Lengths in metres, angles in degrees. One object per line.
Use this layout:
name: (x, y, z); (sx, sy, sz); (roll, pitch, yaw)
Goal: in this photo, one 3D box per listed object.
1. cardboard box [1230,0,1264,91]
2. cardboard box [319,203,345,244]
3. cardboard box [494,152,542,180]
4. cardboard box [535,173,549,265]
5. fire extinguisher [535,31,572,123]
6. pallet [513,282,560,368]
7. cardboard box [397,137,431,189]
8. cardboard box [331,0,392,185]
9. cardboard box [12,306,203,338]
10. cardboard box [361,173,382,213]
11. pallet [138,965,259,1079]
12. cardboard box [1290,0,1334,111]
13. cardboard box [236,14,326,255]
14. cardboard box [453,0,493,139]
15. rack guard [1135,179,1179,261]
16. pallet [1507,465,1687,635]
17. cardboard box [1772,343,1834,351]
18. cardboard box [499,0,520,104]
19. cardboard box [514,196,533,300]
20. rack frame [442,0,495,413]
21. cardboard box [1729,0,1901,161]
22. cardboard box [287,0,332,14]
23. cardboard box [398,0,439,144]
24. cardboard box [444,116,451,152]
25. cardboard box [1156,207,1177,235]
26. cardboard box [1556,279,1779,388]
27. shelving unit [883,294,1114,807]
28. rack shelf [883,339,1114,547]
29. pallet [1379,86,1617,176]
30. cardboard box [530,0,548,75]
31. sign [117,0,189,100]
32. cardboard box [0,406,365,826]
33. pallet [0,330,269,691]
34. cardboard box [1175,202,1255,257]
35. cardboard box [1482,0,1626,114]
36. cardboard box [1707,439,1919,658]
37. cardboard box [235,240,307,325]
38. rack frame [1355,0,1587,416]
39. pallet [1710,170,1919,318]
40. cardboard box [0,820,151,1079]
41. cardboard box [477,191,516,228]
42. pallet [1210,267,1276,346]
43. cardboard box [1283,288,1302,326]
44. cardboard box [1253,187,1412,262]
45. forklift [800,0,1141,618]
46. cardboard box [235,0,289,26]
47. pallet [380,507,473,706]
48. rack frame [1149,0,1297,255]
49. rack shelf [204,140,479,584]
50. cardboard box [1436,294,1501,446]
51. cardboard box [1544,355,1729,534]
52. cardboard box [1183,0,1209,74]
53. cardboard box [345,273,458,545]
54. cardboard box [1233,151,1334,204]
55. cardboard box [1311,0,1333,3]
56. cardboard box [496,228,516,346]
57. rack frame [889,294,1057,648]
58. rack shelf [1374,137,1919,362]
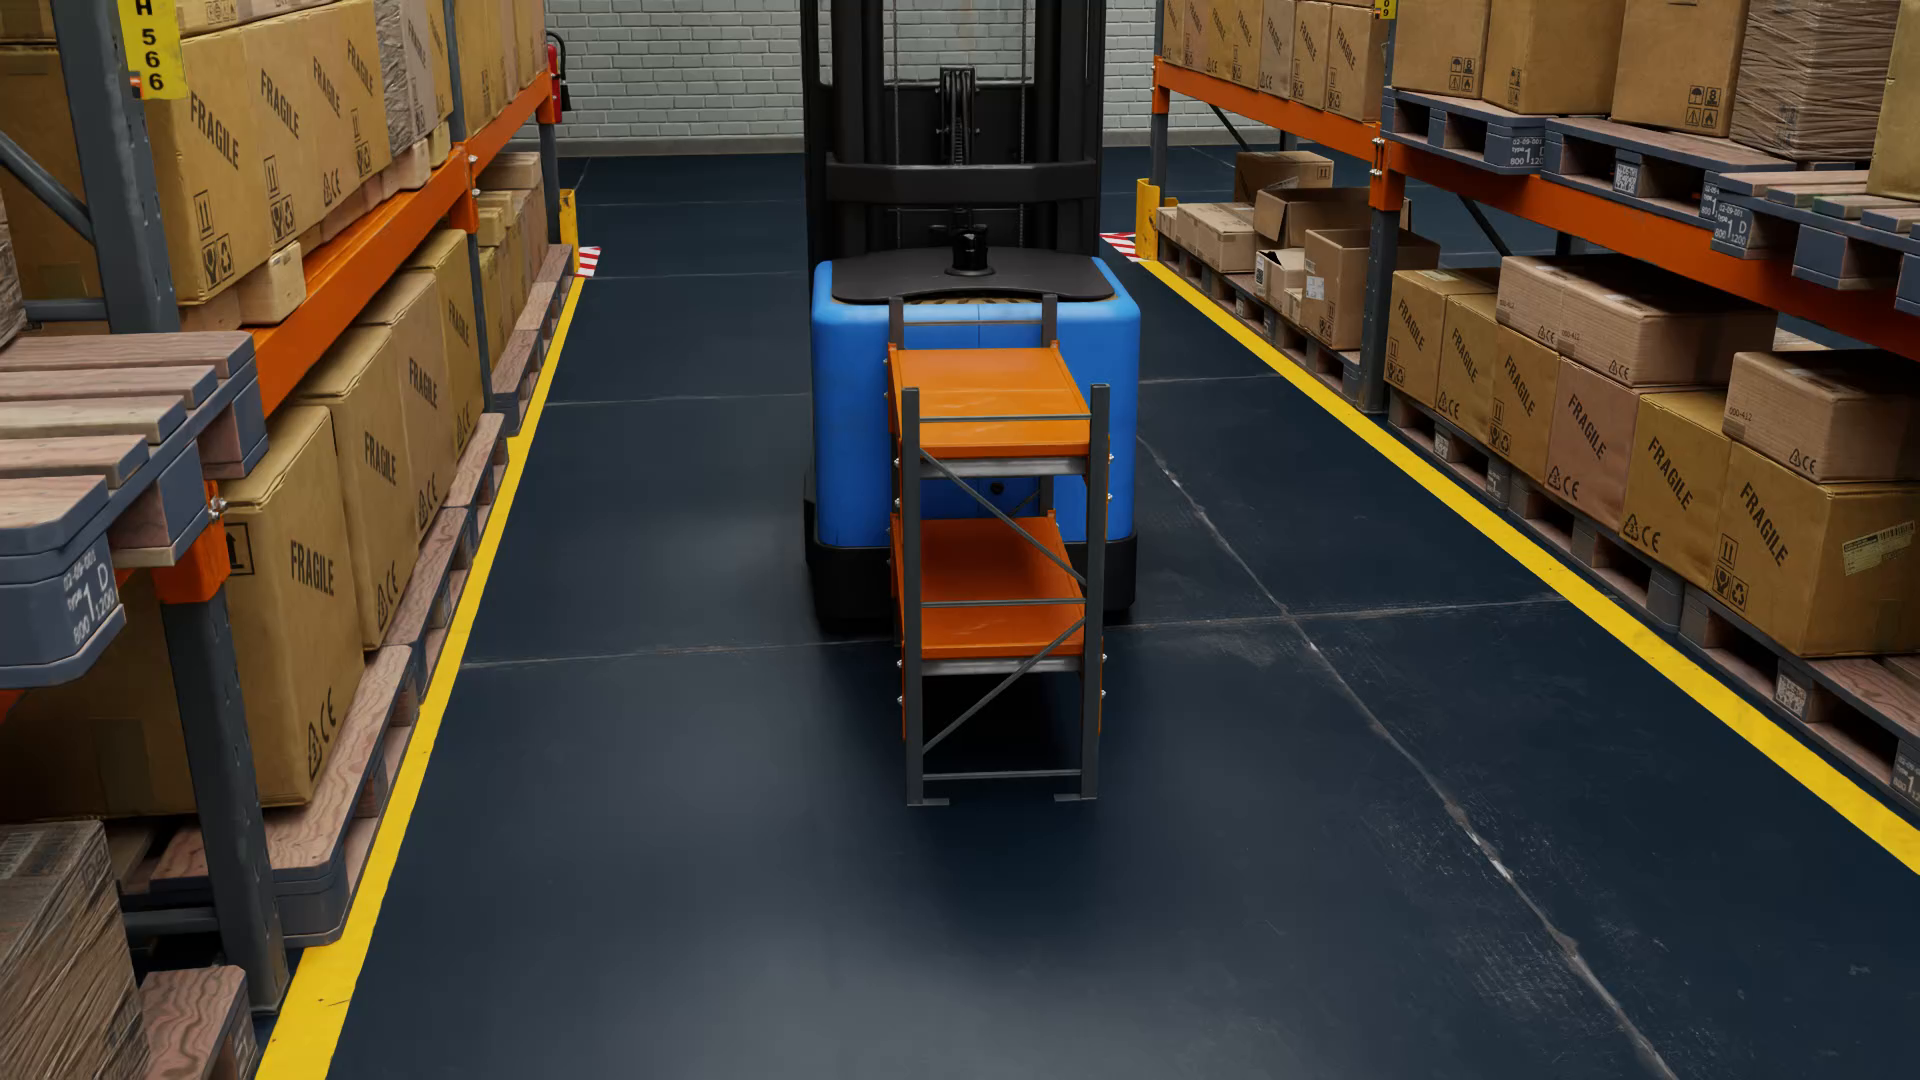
cardboard box: (1.821, -2.771, 9.204); (0.500, 0.500, 0.500); (-3, 21, -7)
cardboard box: (-2.000, -0.943, 4.785); (0.380, 0.149, 0.250); (-3, 21, -7)
cardboard box: (-2.704, -2.222, 9.924); (0.380, 0.149, 0.250); (-3, 21, -8)
cardboard box: (-2.903, -1.953, 10.132); (0.700, 0.500, 0.500); (-3, 21, -8)
fire extinguisher: (-2.668, -3.030, 10.684); (0.296, 0.674, 0.183); (-3, 21, -8)
pallet: (-2.737, -1.164, 9.032); (1.003, 0.211, 1.213); (-3, 21, -8)
cardboard box: (-2.048, -1.302, 5.747); (0.380, 0.149, 0.250); (-3, 21, -8)
cardboard box: (-1.986, -1.305, 4.828); (0.500, 0.500, 0.500); (-2, 21, -6)
cardboard box: (-1.768, -0.413, 3.364); (0.380, 0.149, 0.250); (-3, 21, -9)
cardboard box: (-2.058, -1.127, 5.277); (0.380, 0.149, 0.250); (-3, 21, -9)
pallet: (-1.838, 1.182, 2.751); (1.003, 0.211, 1.213); (-3, 21, -8)
cardboard box: (1.974, -2.417, 8.257); (0.500, 0.500, 0.500); (-2, 21, -6)
cardboard box: (-1.833, -0.954, 3.886); (0.500, 0.500, 0.500); (-2, 21, -6)
cardboard box: (-2.588, -2.109, 7.148); (0.980, 0.700, 0.700); (-3, 21, -7)
rack guard: (1.810, -2.219, 11.443); (1.175, 0.500, 0.348); (-3, 21, -8)
pallet: (2.709, -0.022, 5.973); (1.003, 0.211, 1.213); (-3, 21, -8)
cardboard box: (2.940, -0.389, 5.914); (0.500, 0.500, 0.500); (-4, 21, -10)
cardboard box: (-2.803, -2.614, 8.498); (0.980, 0.700, 0.700); (-4, 21, -10)
cardboard box: (-2.758, -1.606, 9.202); (0.700, 0.500, 0.500); (-4, 21, -10)
rack frame: (-2.526, -1.780, 6.695); (1.000, 3.000, 0.127); (-3, 21, -8)
cardboard box: (2.807, -1.429, 5.011); (0.700, 0.500, 0.500); (1, 20, 2)
cardboard box: (-1.914, -1.471, 4.200); (0.500, 0.250, 0.500); (-3, 21, -7)
cardboard box: (-2.127, -1.652, 5.757); (0.500, 0.500, 0.500); (-3, 21, -7)
cardboard box: (-2.197, -1.569, 6.461); (0.380, 0.149, 0.250); (-3, 21, -7)
cardboard box: (1.519, -2.124, 11.063); (0.380, 0.149, 0.250); (-3, 21, -8)
cardboard box: (2.421, -0.718, 5.724); (0.500, 0.250, 0.500); (-3, 21, -9)
shelving unit: (0.074, -0.017, 4.655); (0.538, 1.125, 1.048); (-1, 21, -4)
rack shelf: (0.074, -0.291, 4.552); (0.538, 0.278, 1.000); (-1, 21, -4)
pallet: (2.382, -1.659, 6.646); (1.003, 0.211, 1.213); (-3, 21, -8)
cardboard box: (-3.019, -3.130, 9.879); (0.980, 0.700, 0.700); (-2, 21, -5)
sign: (-1.414, -0.931, 2.881); (0.100, 0.325, 0.005); (-3, 21, -8)
cardboard box: (-1.926, 0.154, 3.989); (0.750, 0.750, 0.750); (-3, 21, -8)
pallet: (-1.741, -0.064, 2.375); (1.213, 0.211, 1.003); (-3, 21, -8)
cardboard box: (1.668, -1.959, 10.474); (0.500, 0.250, 0.500); (-3, 21, -8)
cardboard box: (2.384, -1.865, 6.178); (0.700, 0.500, 0.500); (0, 20, 1)
cardboard box: (2.585, 0.007, 4.855); (0.500, 0.500, 0.500); (-2, 21, -6)
cardboard box: (-1.750, -0.597, 3.857); (0.380, 0.149, 0.250); (-2, 21, -6)
rack frame: (2.375, -2.031, 7.368); (1.000, 3.000, 0.127); (-3, 21, -8)
pallet: (2.785, -0.788, 4.312); (1.213, 0.211, 1.003); (-3, 21, -8)
cardboard box: (-1.794, 0.816, 2.687); (0.700, 0.500, 0.500); (-3, 21, -7)
cardboard box: (-2.477, -1.682, 8.479); (0.380, 0.149, 0.250); (-4, 21, -9)
pallet: (2.098, -1.386, 9.626); (1.003, 0.211, 1.213); (-3, 21, -8)
cardboard box: (1.899, -1.212, 8.619); (0.380, 0.149, 0.250); (-3, 21, -8)
cardboard box: (2.099, -1.718, 9.468); (0.797, 0.503, 0.637); (-3, 21, -8)
forklift: (-0.042, -1.593, 6.291); (1.130, 2.935, 3.031); (-1, 21, -4)
cardboard box: (-1.838, -1.298, 3.737); (0.500, 0.250, 0.500); (-3, 21, -9)
pallet: (-2.161, 0.213, 5.345); (1.003, 0.211, 1.213); (-3, 21, -8)
rack frame: (1.799, -3.416, 11.076); (1.000, 3.000, 0.127); (-3, 21, -8)
rack shelf: (-2.238, -0.751, 4.967); (1.077, 0.370, 4.000); (-3, 21, -8)
cardboard box: (2.292, -0.703, 6.754); (0.500, 0.500, 0.500); (-3, 21, -7)
cardboard box: (2.429, -0.354, 5.821); (0.500, 0.500, 0.500); (-4, 21, -10)
cardboard box: (1.681, -3.118, 10.134); (0.500, 0.500, 0.500); (-3, 21, -8)
cardboard box: (-2.173, -0.444, 5.589); (0.750, 0.750, 0.750); (-2, 21, -6)
cardboard box: (2.121, -2.275, 10.965); (0.500, 0.500, 0.500); (-3, 21, -8)
cardboard box: (1.970, -2.886, 8.084); (0.500, 0.500, 0.500); (-3, 21, -9)
cardboard box: (-2.602, -1.244, 8.232); (0.700, 0.500, 0.500); (-3, 21, -8)
rack frame: (0.039, -0.195, 5.130); (0.500, 1.125, 0.032); (-1, 21, -4)
rack shelf: (2.664, -1.002, 5.640); (1.077, 0.370, 4.000); (-3, 21, -8)
